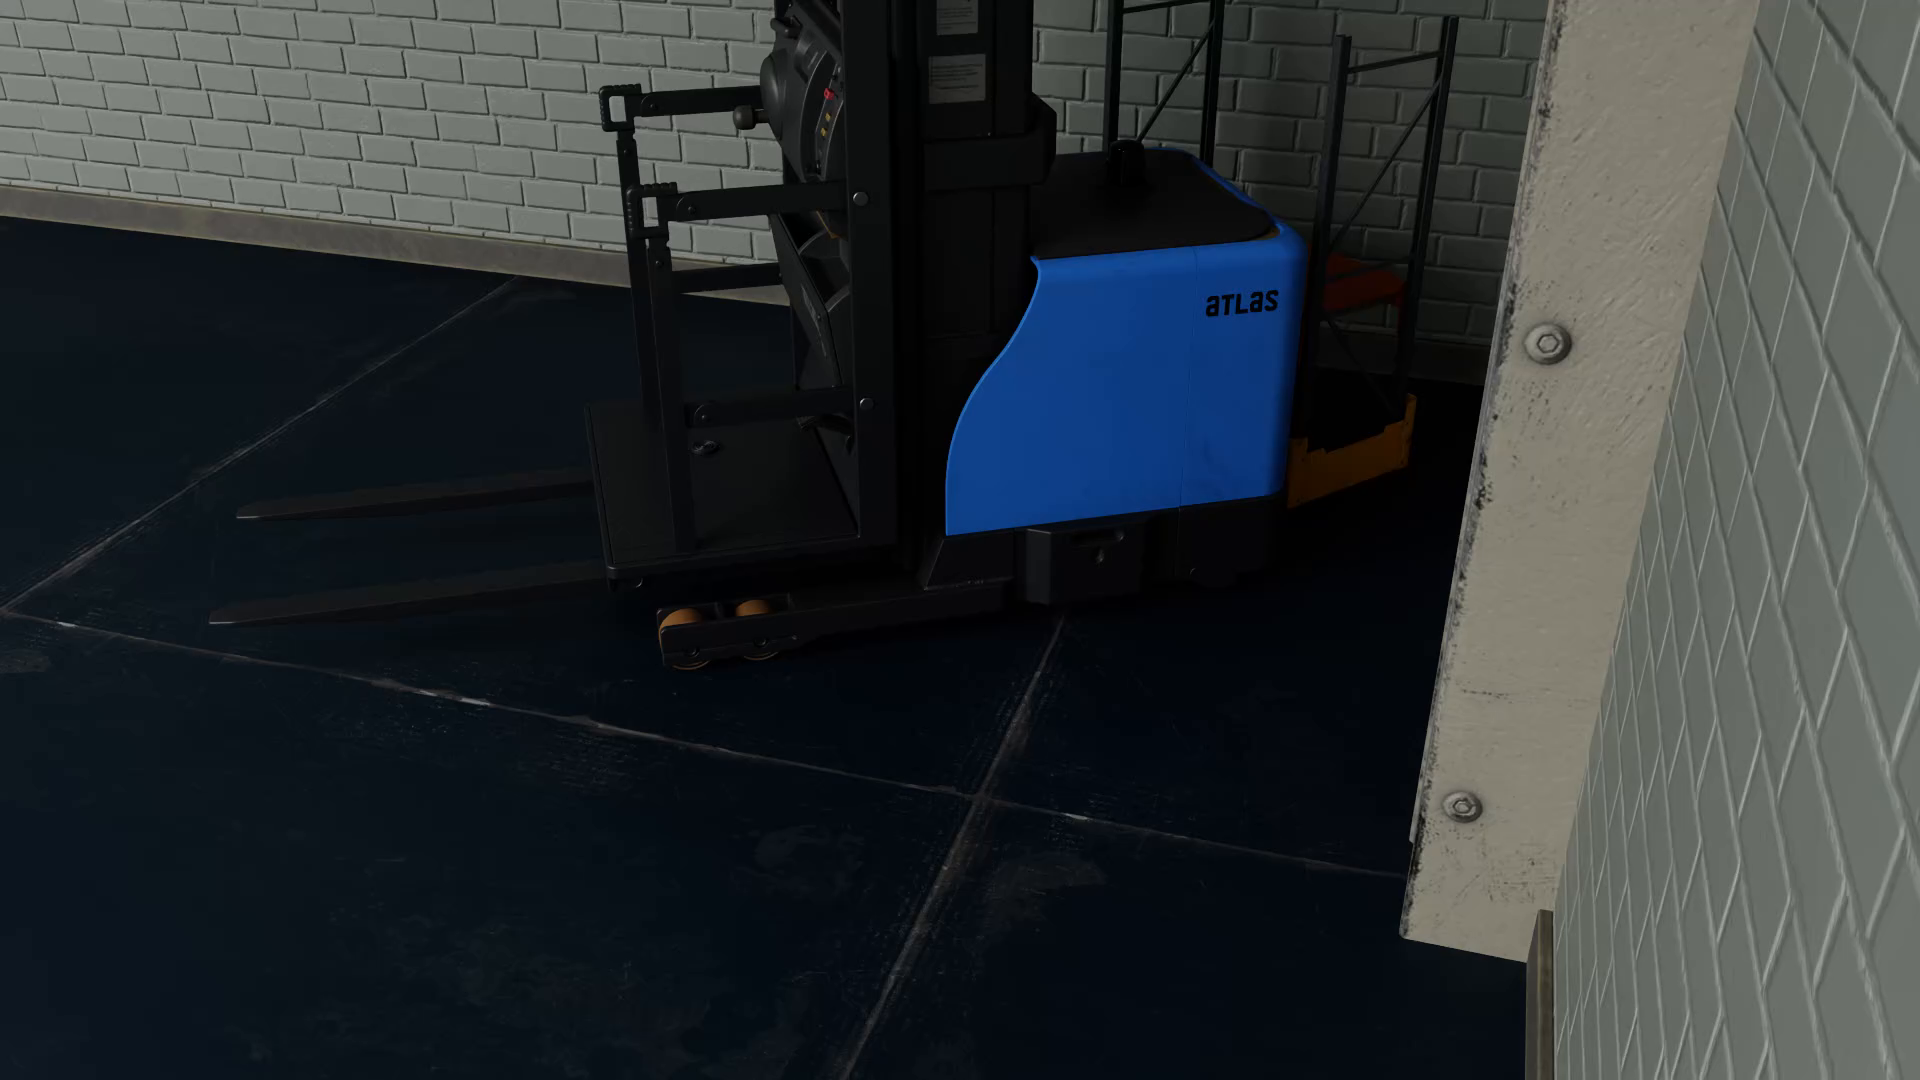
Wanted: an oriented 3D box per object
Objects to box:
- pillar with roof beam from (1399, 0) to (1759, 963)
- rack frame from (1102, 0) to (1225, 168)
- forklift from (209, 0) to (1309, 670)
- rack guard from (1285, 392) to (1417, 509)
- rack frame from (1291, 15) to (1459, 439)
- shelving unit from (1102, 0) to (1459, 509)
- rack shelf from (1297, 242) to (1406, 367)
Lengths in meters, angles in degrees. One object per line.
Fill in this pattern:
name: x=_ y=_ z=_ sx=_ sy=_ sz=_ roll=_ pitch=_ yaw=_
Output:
pillar with roof beam: x=-2.940 y=-3.740 z=2.717 sx=9.100 sy=9.000 sz=0.400 roll=8 pitch=30 yaw=15
rack frame: x=0.706 y=-1.257 z=5.966 sx=0.500 sy=1.500 sz=0.032 roll=-19 pitch=34 yaw=-30
forklift: x=-0.603 y=-1.205 z=4.402 sx=3.031 sy=2.935 sz=1.130 roll=-7 pitch=30 yaw=-13
rack guard: x=1.283 y=-0.304 z=5.539 sx=0.587 sy=0.250 sz=0.087 roll=-19 pitch=34 yaw=-30
rack frame: x=1.283 y=-0.850 z=5.235 sx=0.500 sy=1.500 sz=0.032 roll=-19 pitch=34 yaw=-30
shelving unit: x=1.000 y=-1.049 z=5.594 sx=0.587 sy=1.500 sz=1.083 roll=-19 pitch=34 yaw=-30
rack shelf: x=0.995 y=-0.896 z=5.688 sx=0.538 sy=0.185 sz=1.000 roll=-19 pitch=34 yaw=-30
